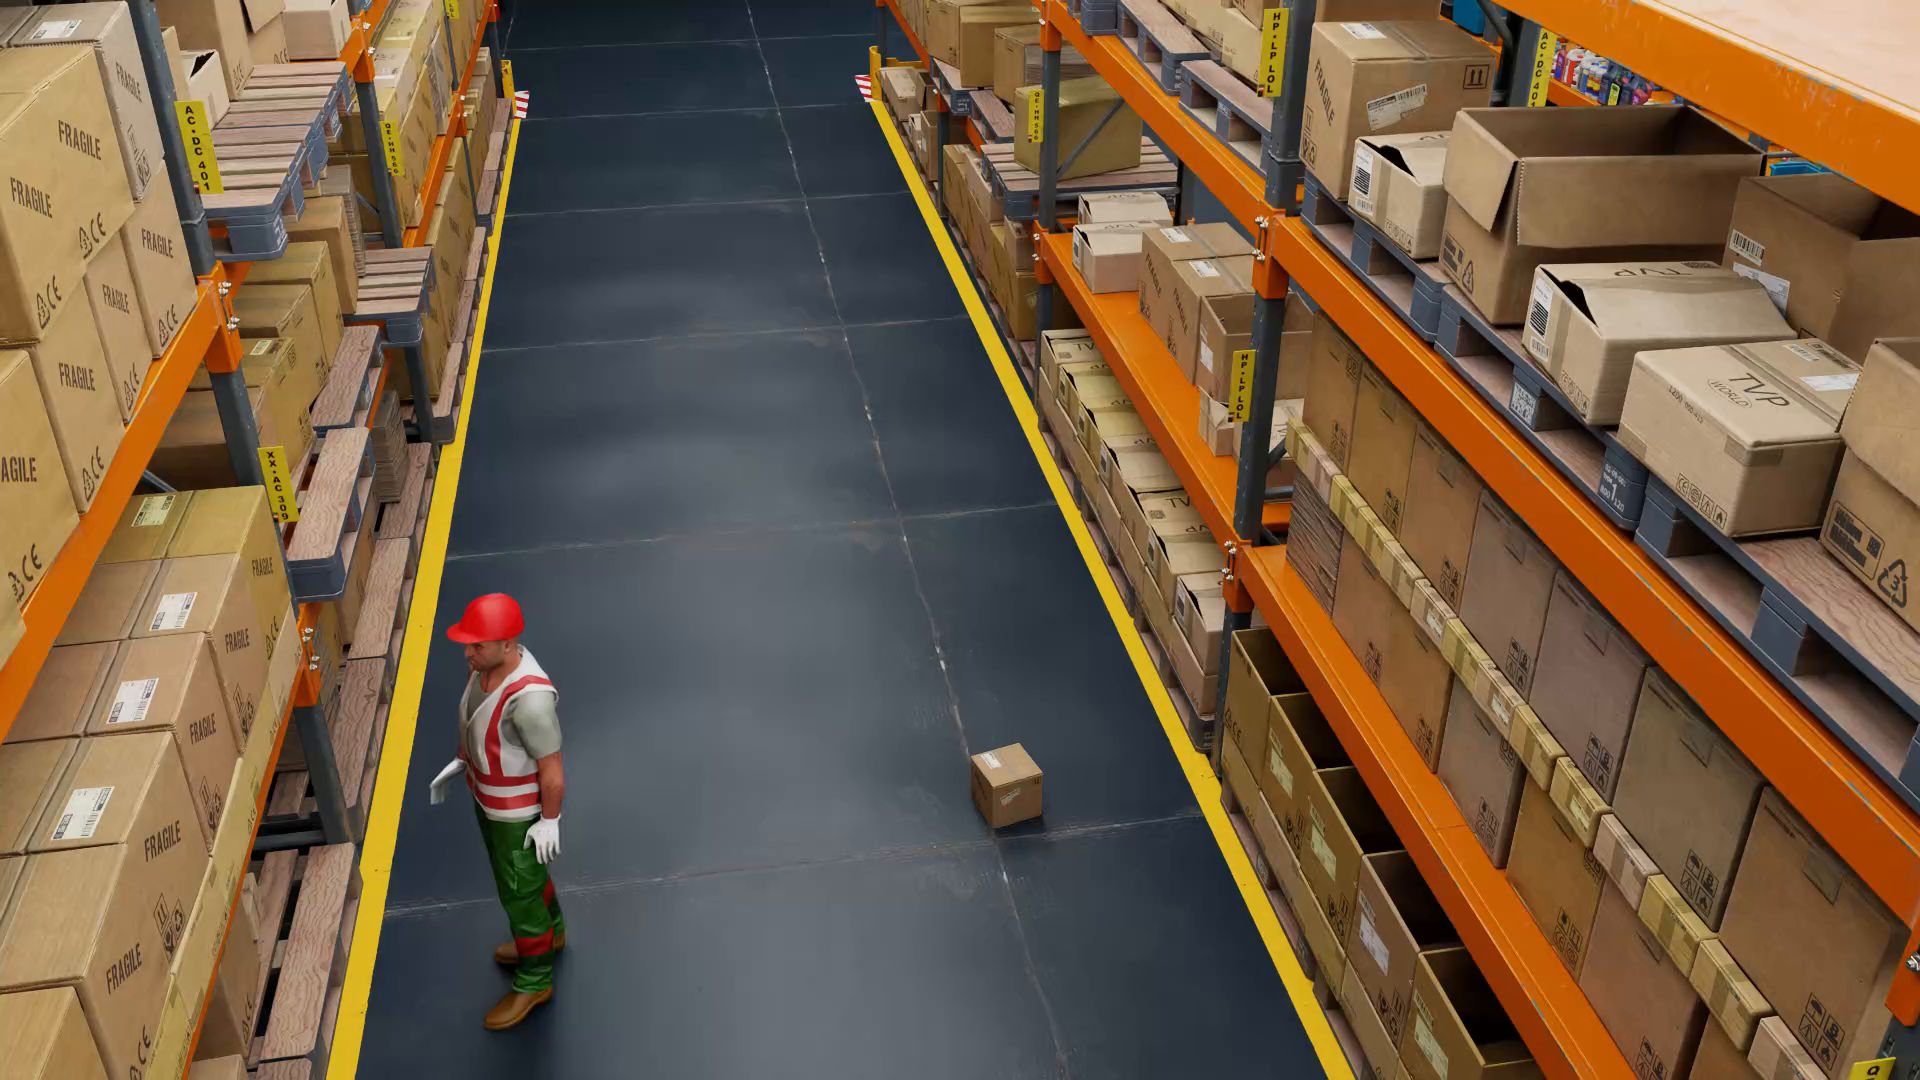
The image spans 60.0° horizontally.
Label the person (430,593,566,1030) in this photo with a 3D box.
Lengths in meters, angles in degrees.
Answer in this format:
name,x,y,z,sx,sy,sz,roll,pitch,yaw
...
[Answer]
name,x,y,z,sx,sy,sz,roll,pitch,yaw
person,-1.774,1.015,6.368,0.500,1.805,0.586,-20,36,-30
